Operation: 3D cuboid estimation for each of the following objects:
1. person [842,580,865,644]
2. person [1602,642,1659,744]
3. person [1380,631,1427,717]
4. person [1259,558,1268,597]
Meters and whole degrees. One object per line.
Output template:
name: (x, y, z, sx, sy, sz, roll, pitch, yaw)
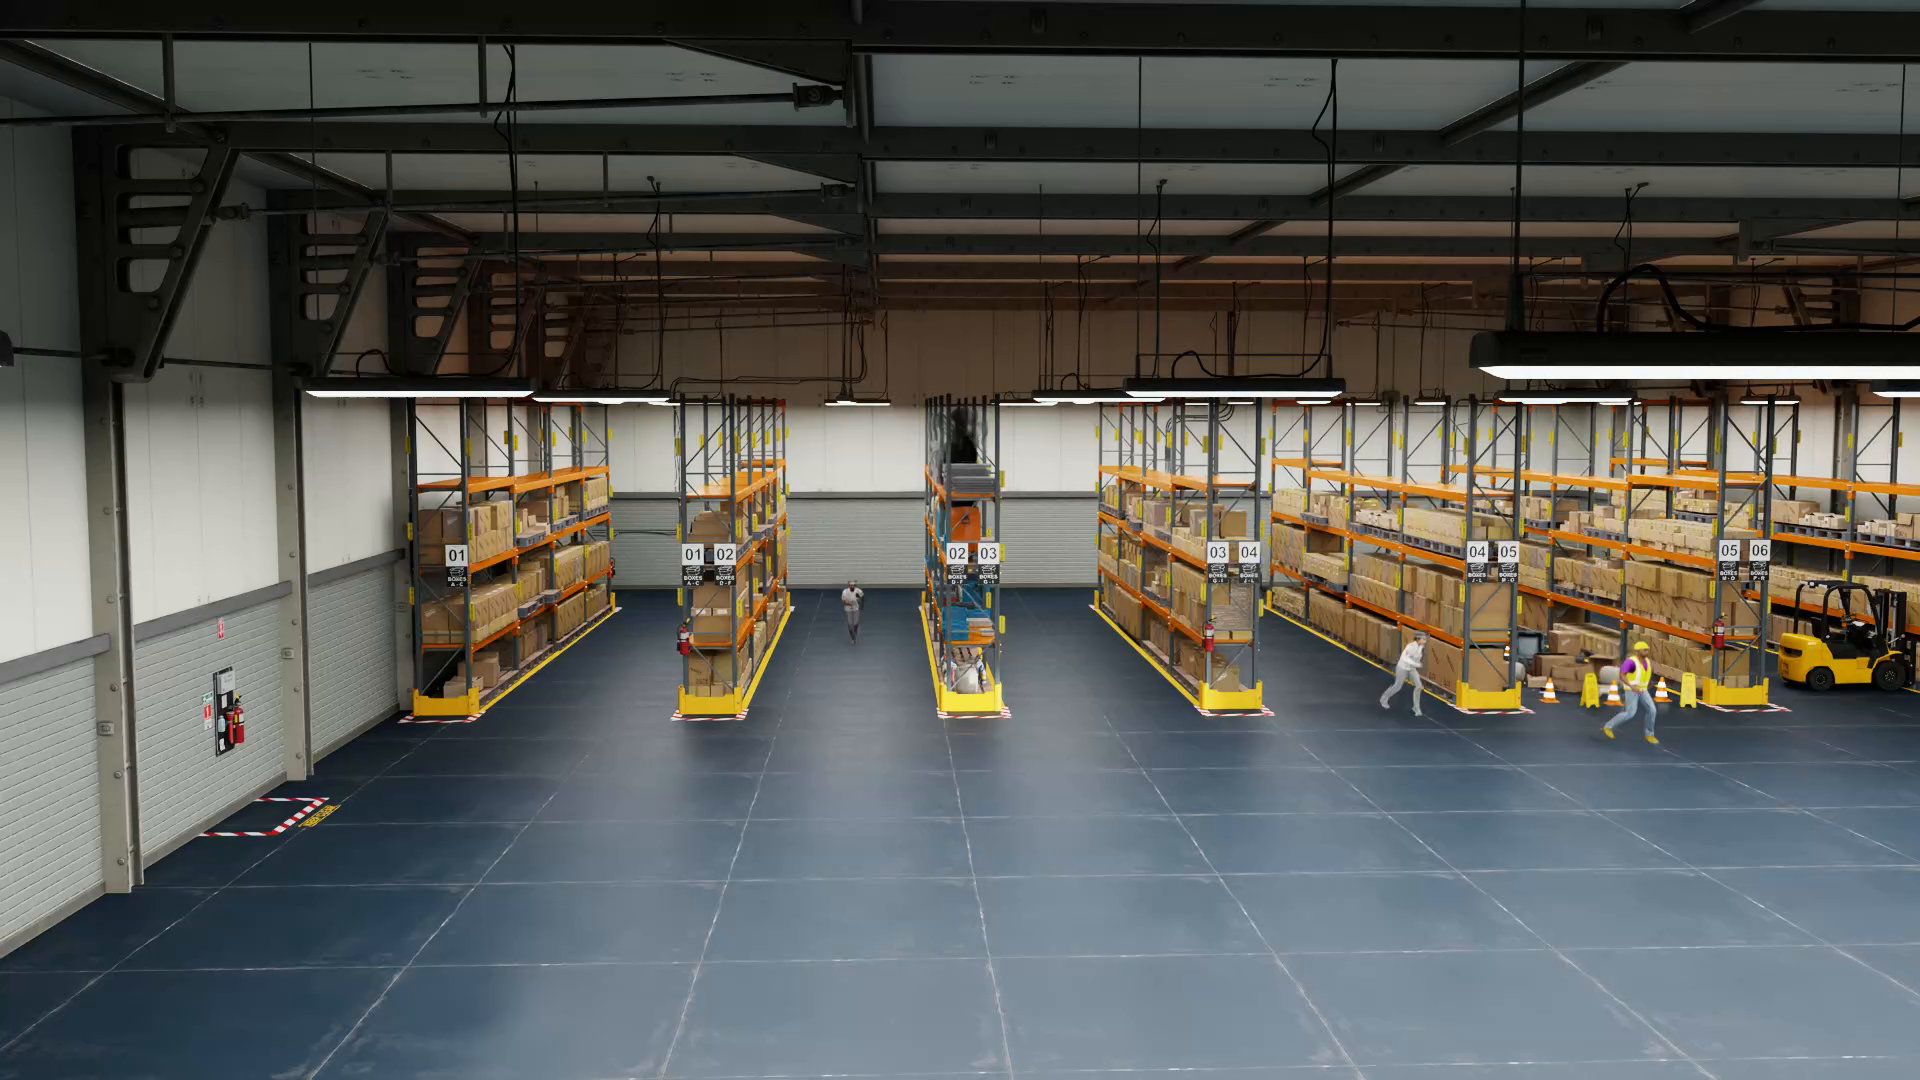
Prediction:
person: (-2.595, 1.740, 40.409, 0.562, 1.614, 0.673, 0, 5, -2)
person: (11.607, 2.617, 28.593, 0.915, 1.761, 0.744, -3, 5, -34)
person: (8.343, 2.488, 31.272, 0.658, 1.625, 0.966, -4, 6, -44)
person: (8.750, 1.027, 49.211, 1.062, 1.684, 0.529, -4, 6, -44)
